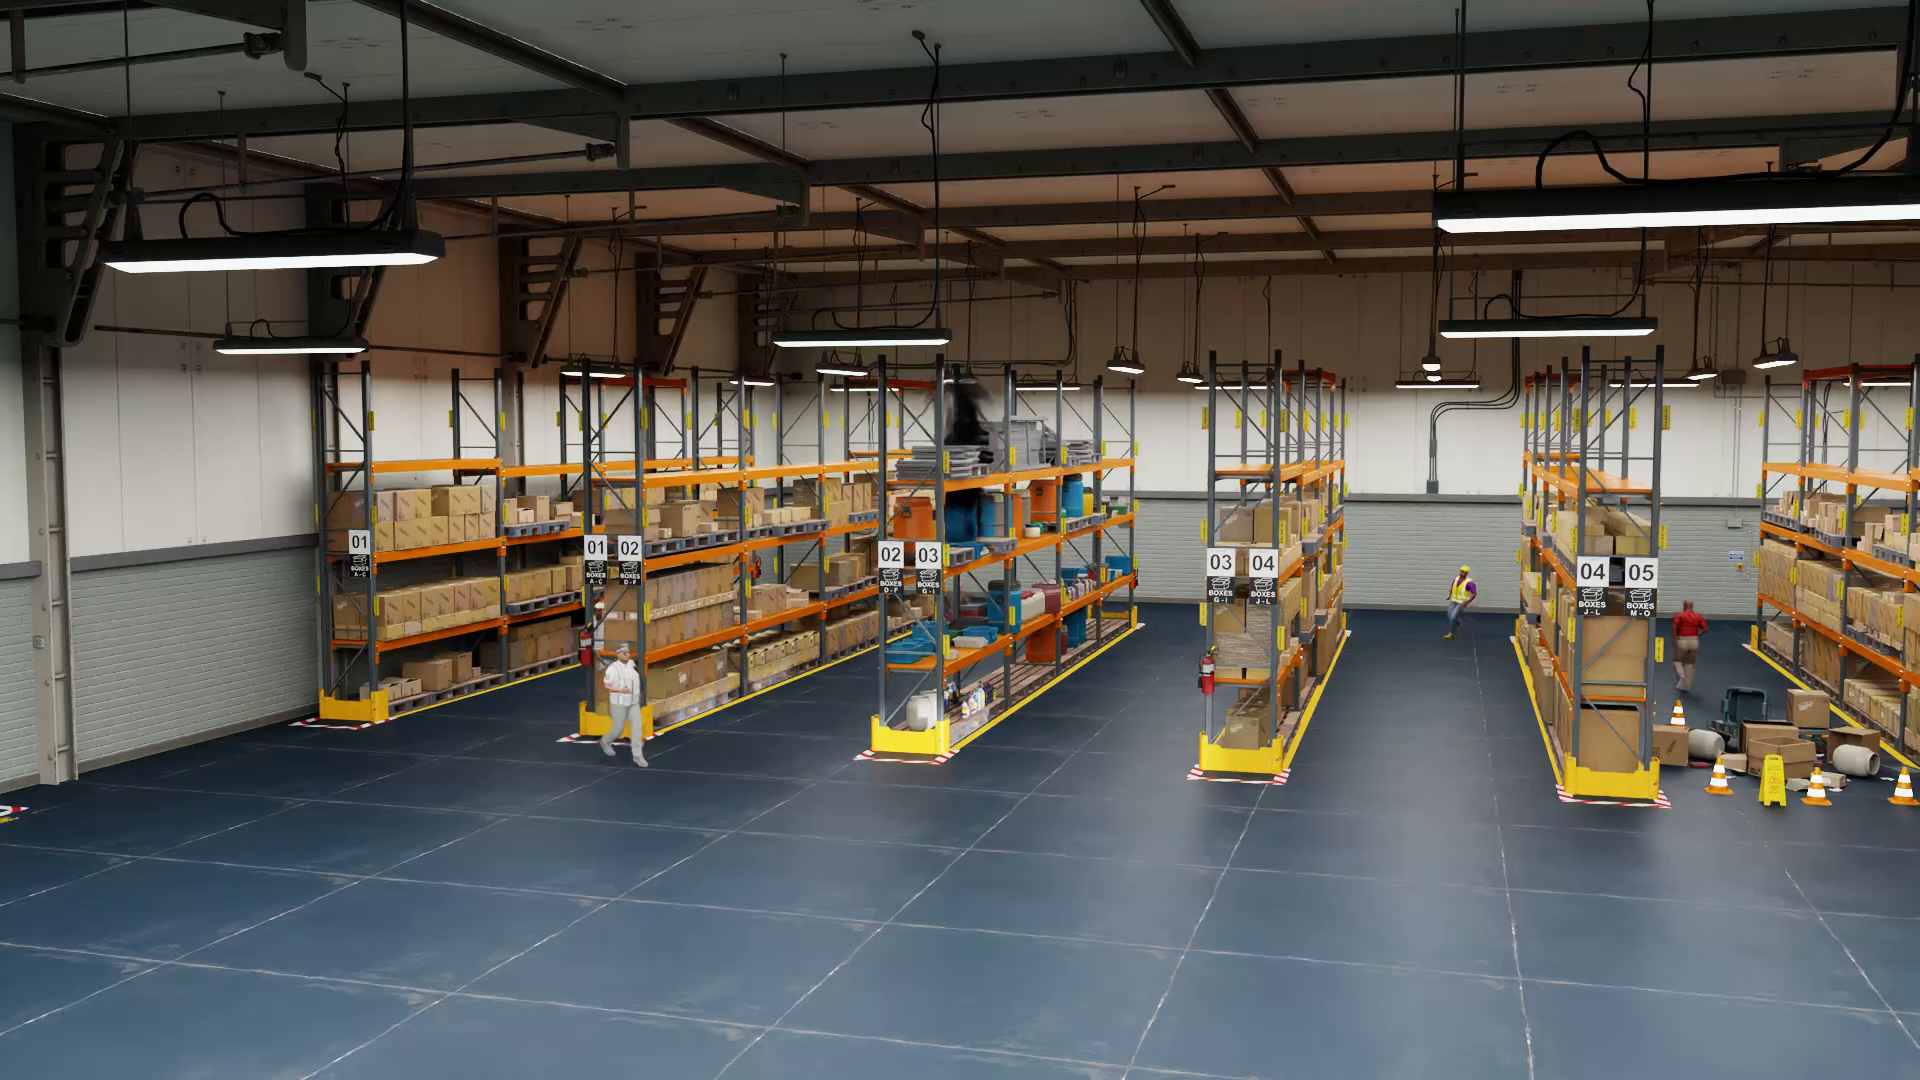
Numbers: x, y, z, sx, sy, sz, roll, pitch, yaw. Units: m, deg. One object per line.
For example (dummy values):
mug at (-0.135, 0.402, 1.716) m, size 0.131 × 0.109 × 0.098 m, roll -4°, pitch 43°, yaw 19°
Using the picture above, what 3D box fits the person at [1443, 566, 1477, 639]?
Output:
person at (11.501, 1.431, 38.174) m, size 0.583 × 1.694 × 0.739 m, roll -3°, pitch 5°, yaw -36°

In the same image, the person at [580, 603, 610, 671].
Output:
person at (-6.405, 1.989, 29.803) m, size 0.667 × 1.764 × 0.922 m, roll 1°, pitch 4°, yaw 10°

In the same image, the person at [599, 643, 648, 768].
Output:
person at (-4.912, 2.381, 24.273) m, size 0.970 × 1.795 × 0.662 m, roll 4°, pitch 6°, yaw 43°

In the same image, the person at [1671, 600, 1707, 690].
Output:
person at (13.519, 1.949, 30.932) m, size 0.664 × 1.689 × 0.571 m, roll 1°, pitch 4°, yaw 9°

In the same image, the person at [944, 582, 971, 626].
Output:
person at (-0.099, 1.717, 33.654) m, size 0.663 × 1.794 × 0.769 m, roll 2°, pitch 4°, yaw 23°
